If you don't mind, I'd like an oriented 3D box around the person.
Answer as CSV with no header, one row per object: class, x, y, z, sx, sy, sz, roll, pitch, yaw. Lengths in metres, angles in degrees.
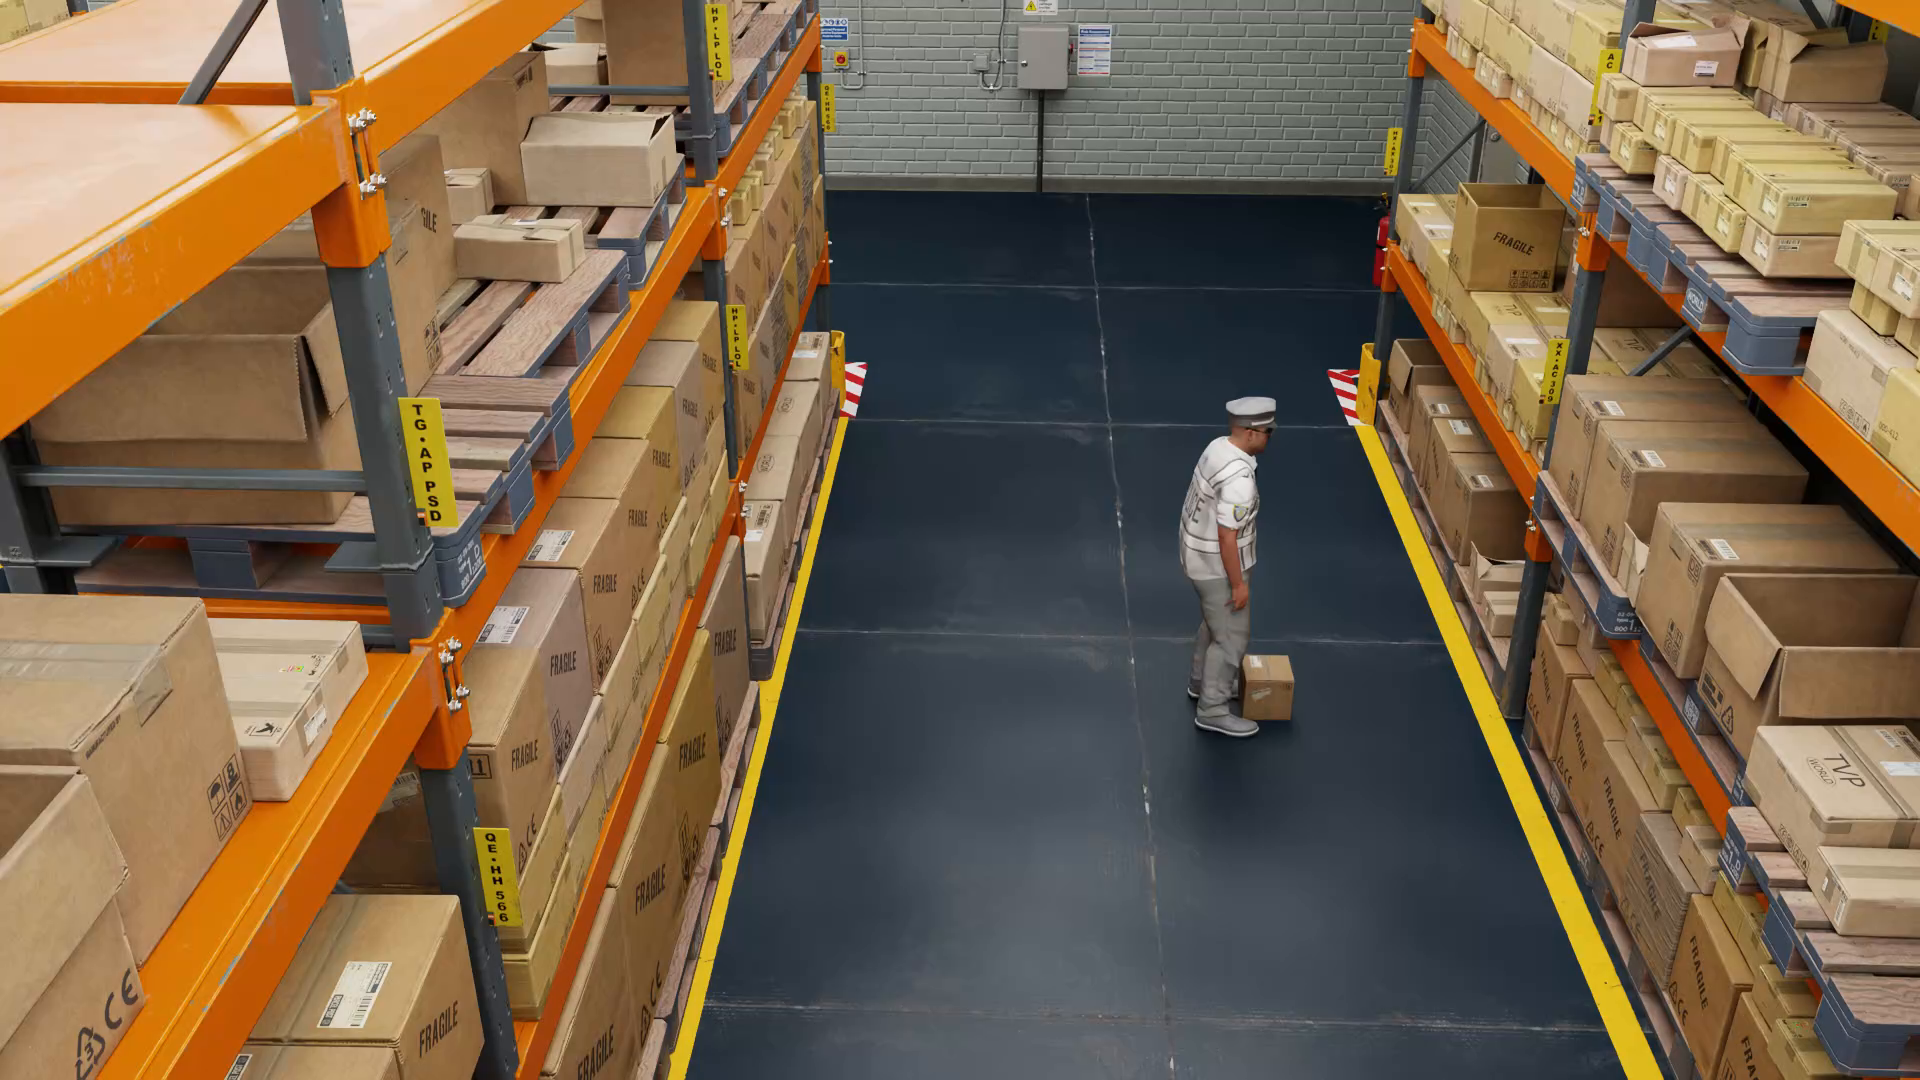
person,1.328,0.112,8.402,0.439,1.746,0.591,0,28,-1
